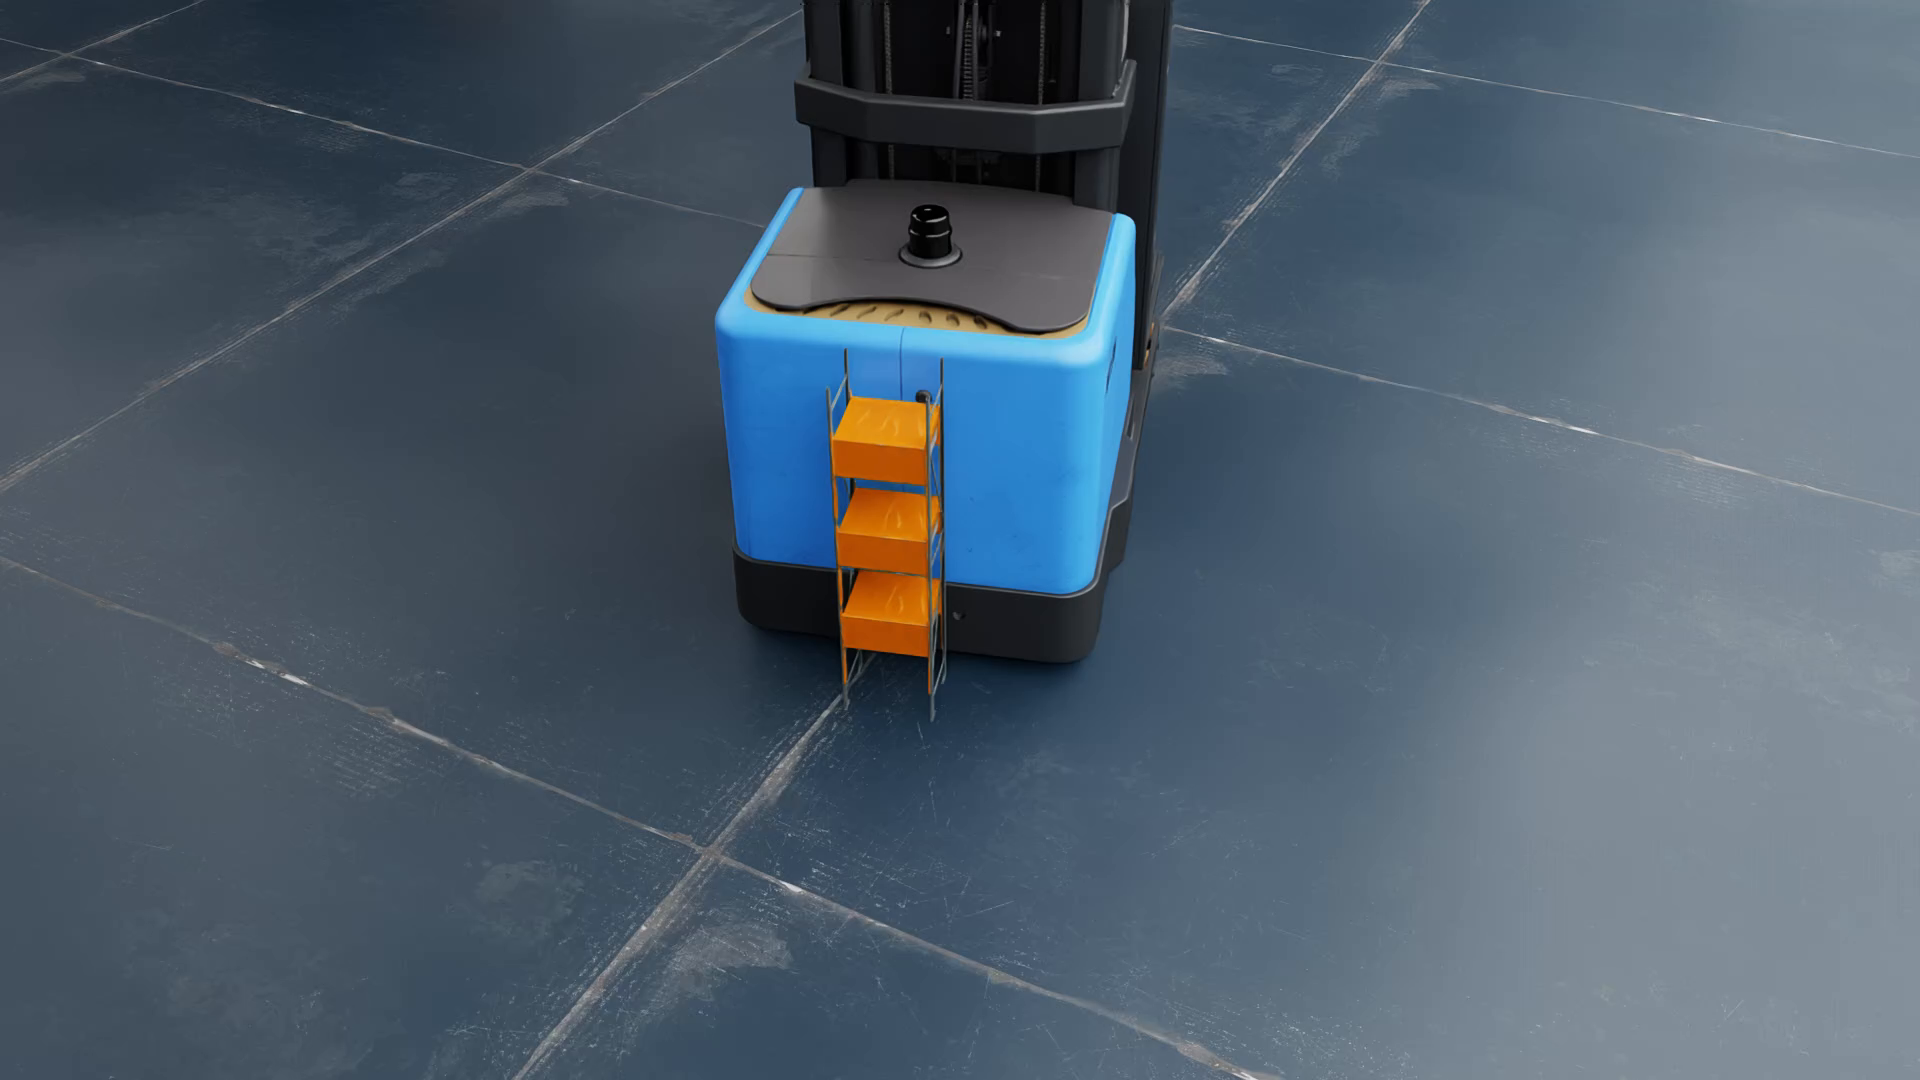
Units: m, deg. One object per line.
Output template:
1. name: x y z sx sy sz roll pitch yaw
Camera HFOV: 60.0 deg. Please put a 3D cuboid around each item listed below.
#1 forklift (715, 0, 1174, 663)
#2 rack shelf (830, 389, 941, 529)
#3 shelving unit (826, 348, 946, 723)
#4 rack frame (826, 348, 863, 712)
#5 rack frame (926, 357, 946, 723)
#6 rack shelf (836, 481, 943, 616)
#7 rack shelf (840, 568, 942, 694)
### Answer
1. forklift: 0.124 -1.710 5.079 1.130 2.935 3.031 6 38 8
2. rack shelf: -0.180 -0.205 4.200 0.240 0.259 0.215 6 38 8
3. shelving unit: -0.180 0.012 4.365 0.252 1.050 0.215 6 38 8
4. rack frame: -0.300 -0.001 4.383 0.008 1.050 0.200 6 38 8
5. rack frame: -0.060 0.026 4.348 0.008 1.050 0.200 6 38 8
6. rack shelf: -0.180 0.021 4.372 0.240 0.259 0.215 6 38 8
7. rack shelf: -0.180 0.242 4.540 0.240 0.259 0.215 6 38 8
